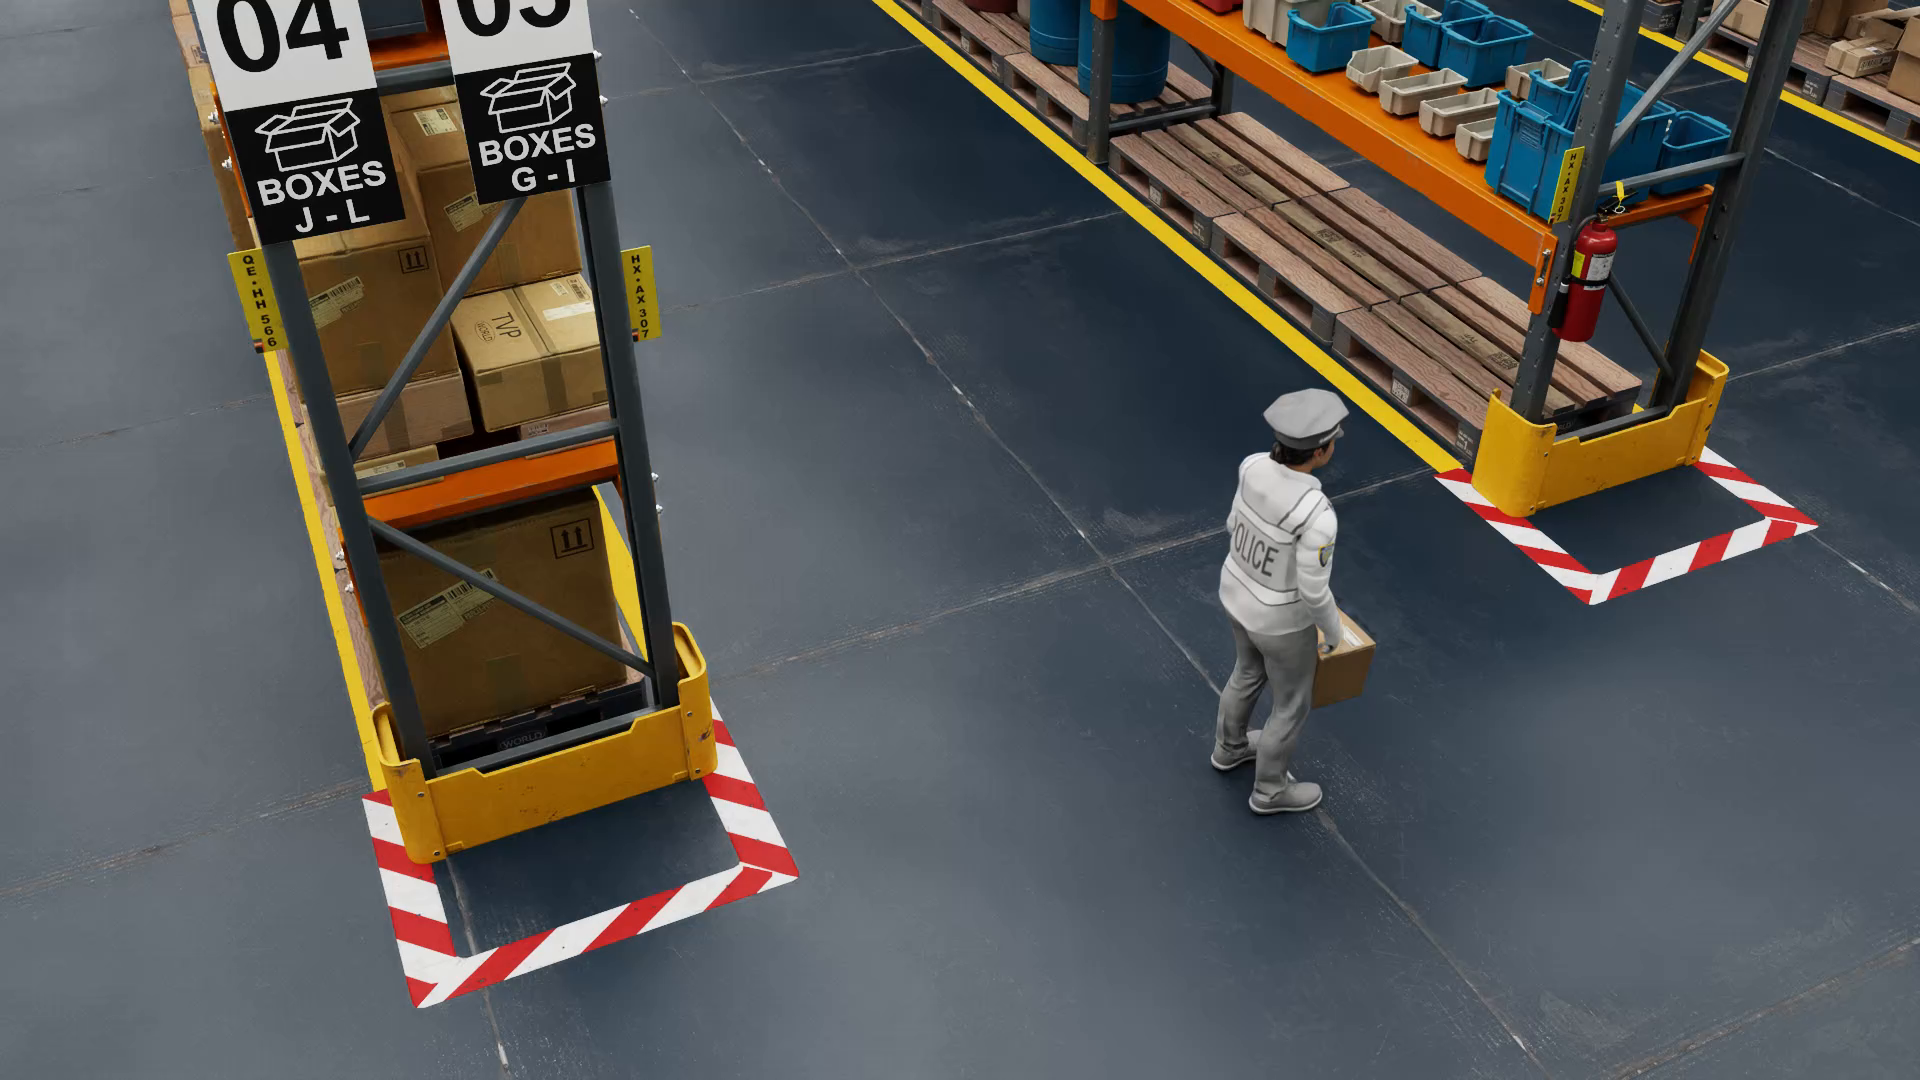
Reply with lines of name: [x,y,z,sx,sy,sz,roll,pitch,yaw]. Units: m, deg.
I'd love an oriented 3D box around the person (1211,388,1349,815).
person: [1.108,0.238,5.832,0.360,1.670,0.508,-17,41,-21]
